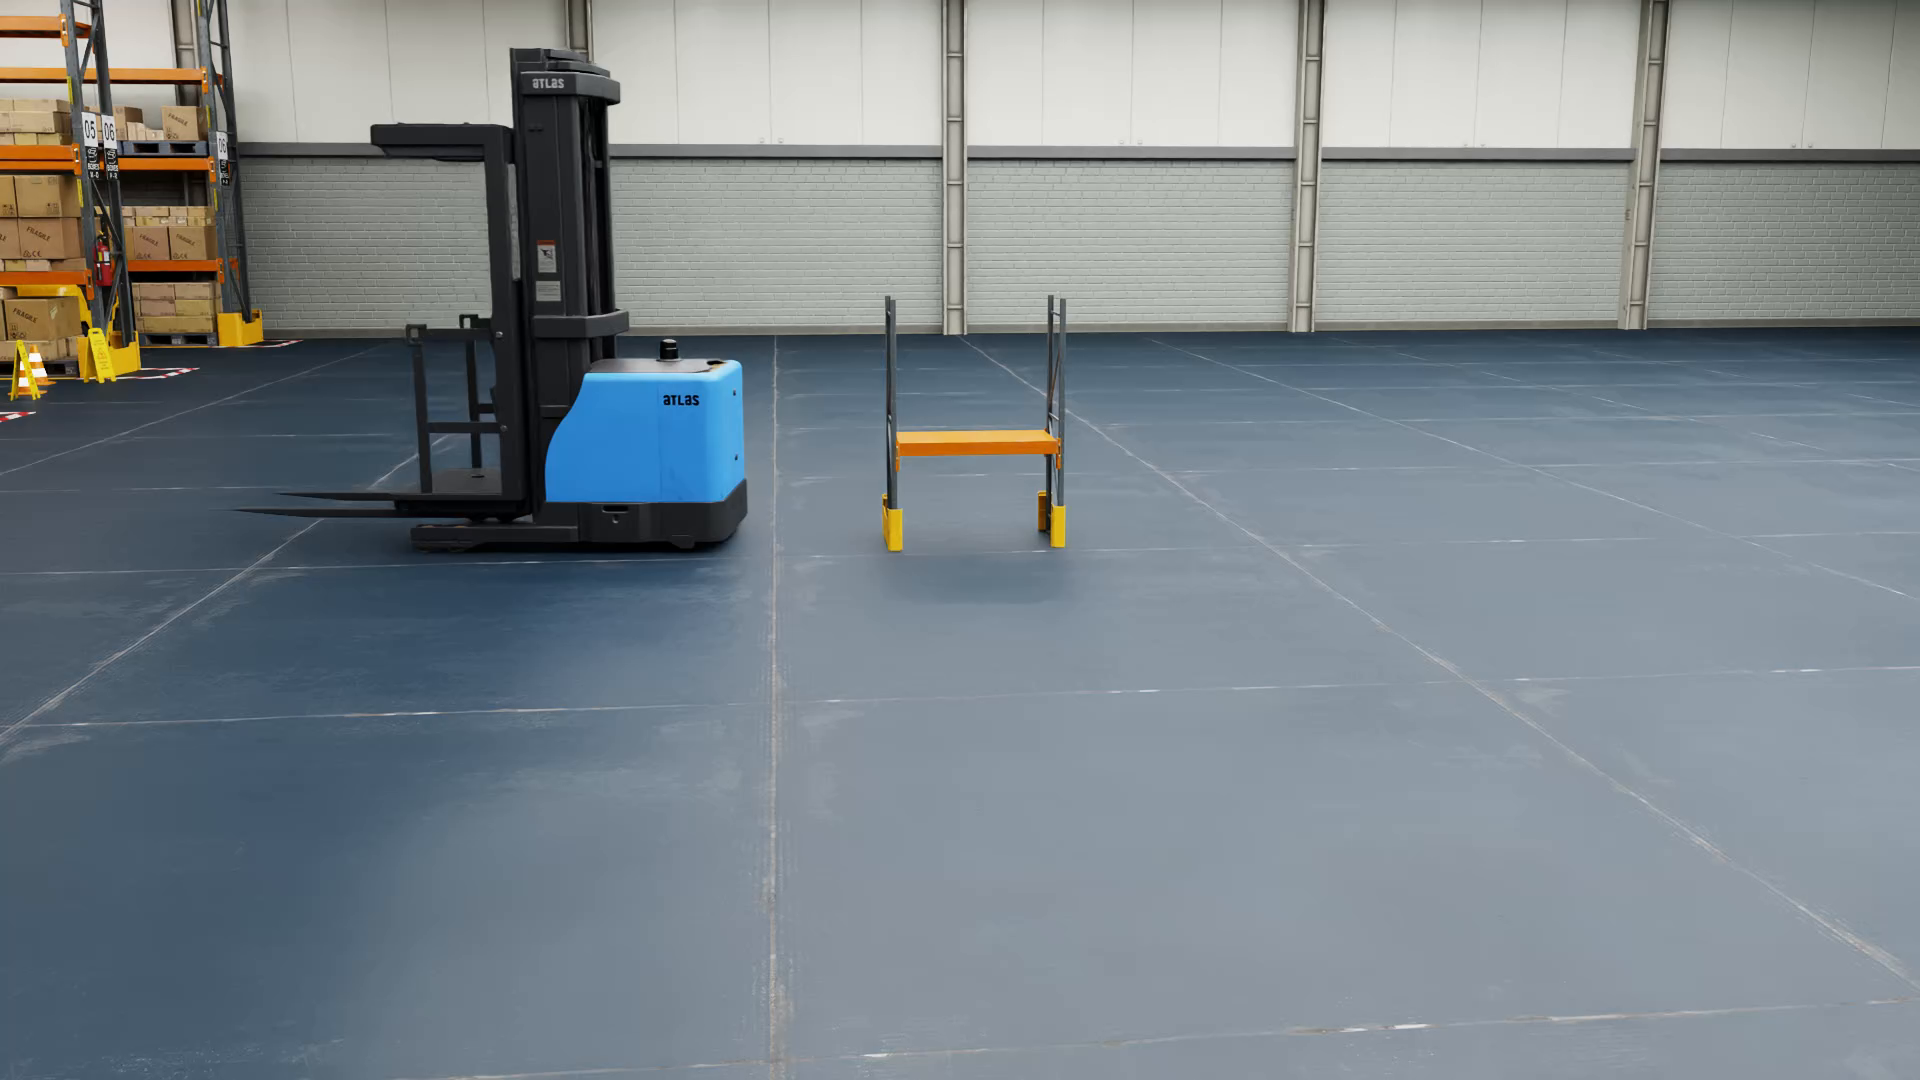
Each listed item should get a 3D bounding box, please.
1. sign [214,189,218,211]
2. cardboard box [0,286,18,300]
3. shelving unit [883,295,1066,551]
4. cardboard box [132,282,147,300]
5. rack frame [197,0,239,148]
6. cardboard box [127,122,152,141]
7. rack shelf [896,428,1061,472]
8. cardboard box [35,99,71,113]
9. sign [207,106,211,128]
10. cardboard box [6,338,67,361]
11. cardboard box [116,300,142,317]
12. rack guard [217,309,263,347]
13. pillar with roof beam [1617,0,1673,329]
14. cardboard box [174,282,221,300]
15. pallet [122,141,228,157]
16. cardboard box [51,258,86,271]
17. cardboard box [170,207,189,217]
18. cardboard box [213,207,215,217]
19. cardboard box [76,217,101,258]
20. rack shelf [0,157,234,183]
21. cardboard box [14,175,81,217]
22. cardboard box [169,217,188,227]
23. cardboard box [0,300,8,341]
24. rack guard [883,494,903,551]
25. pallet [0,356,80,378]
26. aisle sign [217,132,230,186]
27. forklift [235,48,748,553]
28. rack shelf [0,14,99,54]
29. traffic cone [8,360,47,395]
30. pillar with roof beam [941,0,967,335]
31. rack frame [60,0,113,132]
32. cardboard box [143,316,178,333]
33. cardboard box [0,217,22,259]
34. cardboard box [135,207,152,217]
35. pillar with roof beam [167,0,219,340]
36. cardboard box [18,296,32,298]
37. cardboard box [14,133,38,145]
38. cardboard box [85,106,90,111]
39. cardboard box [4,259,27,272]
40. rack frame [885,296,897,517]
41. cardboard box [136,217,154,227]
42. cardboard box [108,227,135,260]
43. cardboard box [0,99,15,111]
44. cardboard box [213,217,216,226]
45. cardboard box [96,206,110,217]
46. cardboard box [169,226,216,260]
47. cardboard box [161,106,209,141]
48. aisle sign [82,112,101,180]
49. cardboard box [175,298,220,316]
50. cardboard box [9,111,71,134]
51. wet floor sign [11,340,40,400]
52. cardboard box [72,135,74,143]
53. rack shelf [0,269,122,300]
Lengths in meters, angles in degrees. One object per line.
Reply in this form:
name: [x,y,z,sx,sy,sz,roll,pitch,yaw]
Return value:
sign: [-11.190,-5.117,25.002,0.005,0.325,0.100,-1,11,-6]
cardboard box: [-11.821,-3.041,20.472,0.250,0.149,0.380,-1,11,-4]
shelving unit: [0.076,-0.738,10.231,1.083,1.500,0.587,-1,11,-6]
cardboard box: [-12.666,-3.790,25.320,0.500,0.250,0.500,-1,11,-5]
rack frame: [-11.235,-7.480,25.089,0.127,3.000,1.000,-1,11,-6]
cardboard box: [-12.278,-6.117,24.930,0.258,0.266,0.396,-1,11,-6]
rack shelf: [0.085,-0.561,10.267,1.000,0.185,0.538,-1,11,-6]
cardboard box: [-10.999,-5.261,20.160,0.250,0.149,0.380,-1,11,-6]
sign: [-11.190,-6.300,24.770,0.005,0.325,0.100,-1,11,-6]
cardboard box: [-11.493,-2.373,20.700,0.500,0.250,0.500,-1,11,-6]
cardboard box: [-12.696,-3.545,25.370,0.500,0.250,0.500,-1,11,-7]
rack guard: [-11.211,-3.310,25.911,0.348,0.500,1.175,-1,11,-6]
pillar with roof beam: [12.300,-7.313,24.238,0.400,9.000,9.100,-1,11,-6]
cardboard box: [-11.659,-3.815,25.443,0.500,0.250,0.500,-1,11,-4]
pallet: [-11.940,-5.955,25.337,1.213,0.211,1.003,-1,11,-6]
cardboard box: [-11.044,-3.413,20.602,0.250,0.149,0.380,-1,11,-4]
cardboard box: [-11.810,-4.991,25.267,0.250,0.149,0.380,-1,11,-6]
cardboard box: [-11.592,-5.084,25.739,0.250,0.149,0.380,-1,11,-7]
cardboard box: [-11.196,-3.823,21.008,0.500,0.500,0.500,-1,11,-7]
rack shelf: [-13.223,-5.614,25.236,4.000,0.370,1.077,-1,11,-6]
cardboard box: [-11.179,-4.218,20.424,0.500,0.500,0.700,-1,11,-7]
cardboard box: [-11.800,-4.832,25.229,0.250,0.149,0.380,-1,11,-5]
cardboard box: [-11.982,-2.731,20.580,0.500,0.500,0.500,-1,11,-4]
rack guard: [-0.419,-0.114,10.299,0.087,0.250,0.587,-1,11,-6]
pallet: [-11.582,-2.205,21.035,1.213,0.211,1.003,-1,11,-6]
aisle sign: [-11.138,-5.757,25.137,0.004,0.787,0.394,-1,11,-6]
forklift: [-2.911,-1.462,10.209,3.031,2.935,1.130,0,11,1]
rack shelf: [-12.683,-6.132,20.105,4.000,0.370,1.077,-1,11,-6]
traffic cone: [-10.525,-1.878,18.720,0.334,0.463,0.336,-1,11,-6]
pillar with roof beam: [0.371,-7.063,22.966,0.400,9.000,9.100,-1,11,-6]
rack frame: [-10.695,-6.528,20.247,0.127,3.000,1.000,-1,11,-6]
cardboard box: [-12.163,-3.314,25.491,0.500,0.250,0.500,-1,11,-6]
cardboard box: [-11.703,-3.706,20.413,0.500,0.500,0.500,-1,11,-6]
cardboard box: [-12.323,-4.989,25.259,0.250,0.149,0.380,-1,11,-6]
pillar with roof beam: [-11.559,-6.813,21.695,0.400,9.000,9.100,-1,11,-6]
cardboard box: [-12.070,-2.833,21.100,0.500,0.500,0.500,-2,11,-8]
cardboard box: [-11.263,-4.861,20.192,0.250,0.149,0.380,-1,11,-6]
cardboard box: [-13.263,-6.251,24.998,0.637,0.503,0.797,-1,11,-4]
cardboard box: [-11.541,-3.385,20.461,0.250,0.149,0.380,-1,11,-7]
rack frame: [-0.421,-0.727,10.179,0.032,1.500,0.500,-1,11,-6]
cardboard box: [-12.312,-4.835,25.246,0.250,0.149,0.380,-1,11,-6]
cardboard box: [-12.722,-4.505,25.249,0.500,0.500,0.500,-1,11,-7]
cardboard box: [-11.511,-5.254,20.125,0.250,0.149,0.380,-1,11,-7]
cardboard box: [-11.600,-4.947,25.812,0.250,0.149,0.380,-1,11,-8]
cardboard box: [-12.826,-4.956,25.090,0.250,0.149,0.380,-1,11,-5]
cardboard box: [-11.696,-4.525,25.350,0.500,0.500,0.500,-1,11,-7]
cardboard box: [-11.648,-6.257,25.034,0.500,0.500,0.500,-1,11,-4]
aisle sign: [-10.602,-4.806,20.299,0.004,0.787,0.394,-1,11,-6]
cardboard box: [-11.685,-3.569,25.488,0.500,0.250,0.500,-1,11,-7]
cardboard box: [-11.175,-5.067,20.205,0.500,0.250,0.500,-1,11,-7]
wet floor sign: [-10.245,-1.863,18.170,0.232,0.644,0.267,-3,12,-16]
cardboard box: [-11.060,-4.989,20.842,0.250,0.149,0.380,-1,11,-6]
rack shelf: [-12.683,-3.190,20.683,4.000,0.370,1.077,-1,11,-6]
